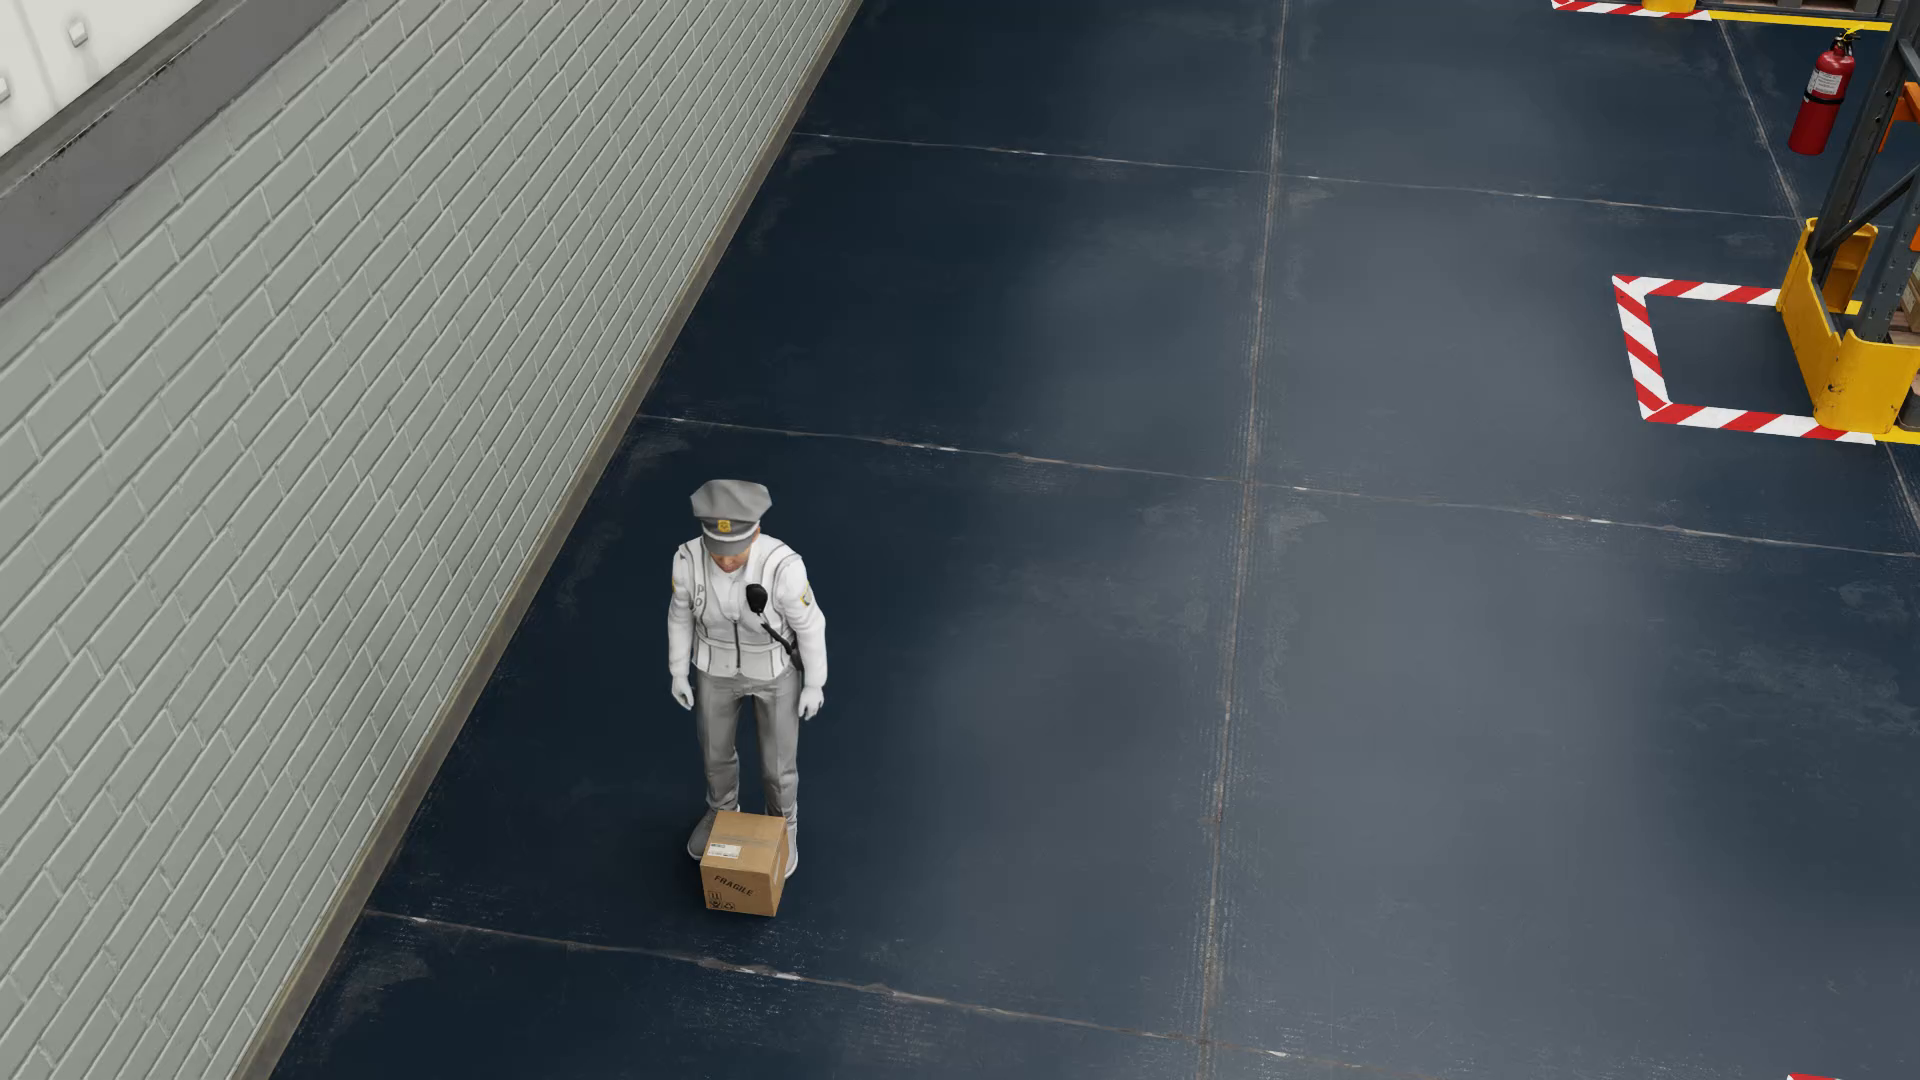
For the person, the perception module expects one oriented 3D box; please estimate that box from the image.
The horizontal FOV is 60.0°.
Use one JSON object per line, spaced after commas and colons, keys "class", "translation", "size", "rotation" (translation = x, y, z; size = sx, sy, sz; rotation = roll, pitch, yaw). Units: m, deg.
{"class": "person", "translation": [-0.719, 0.470, 5.607], "size": [0.547, 1.667, 0.408], "rotation": [5, 41, 5]}
